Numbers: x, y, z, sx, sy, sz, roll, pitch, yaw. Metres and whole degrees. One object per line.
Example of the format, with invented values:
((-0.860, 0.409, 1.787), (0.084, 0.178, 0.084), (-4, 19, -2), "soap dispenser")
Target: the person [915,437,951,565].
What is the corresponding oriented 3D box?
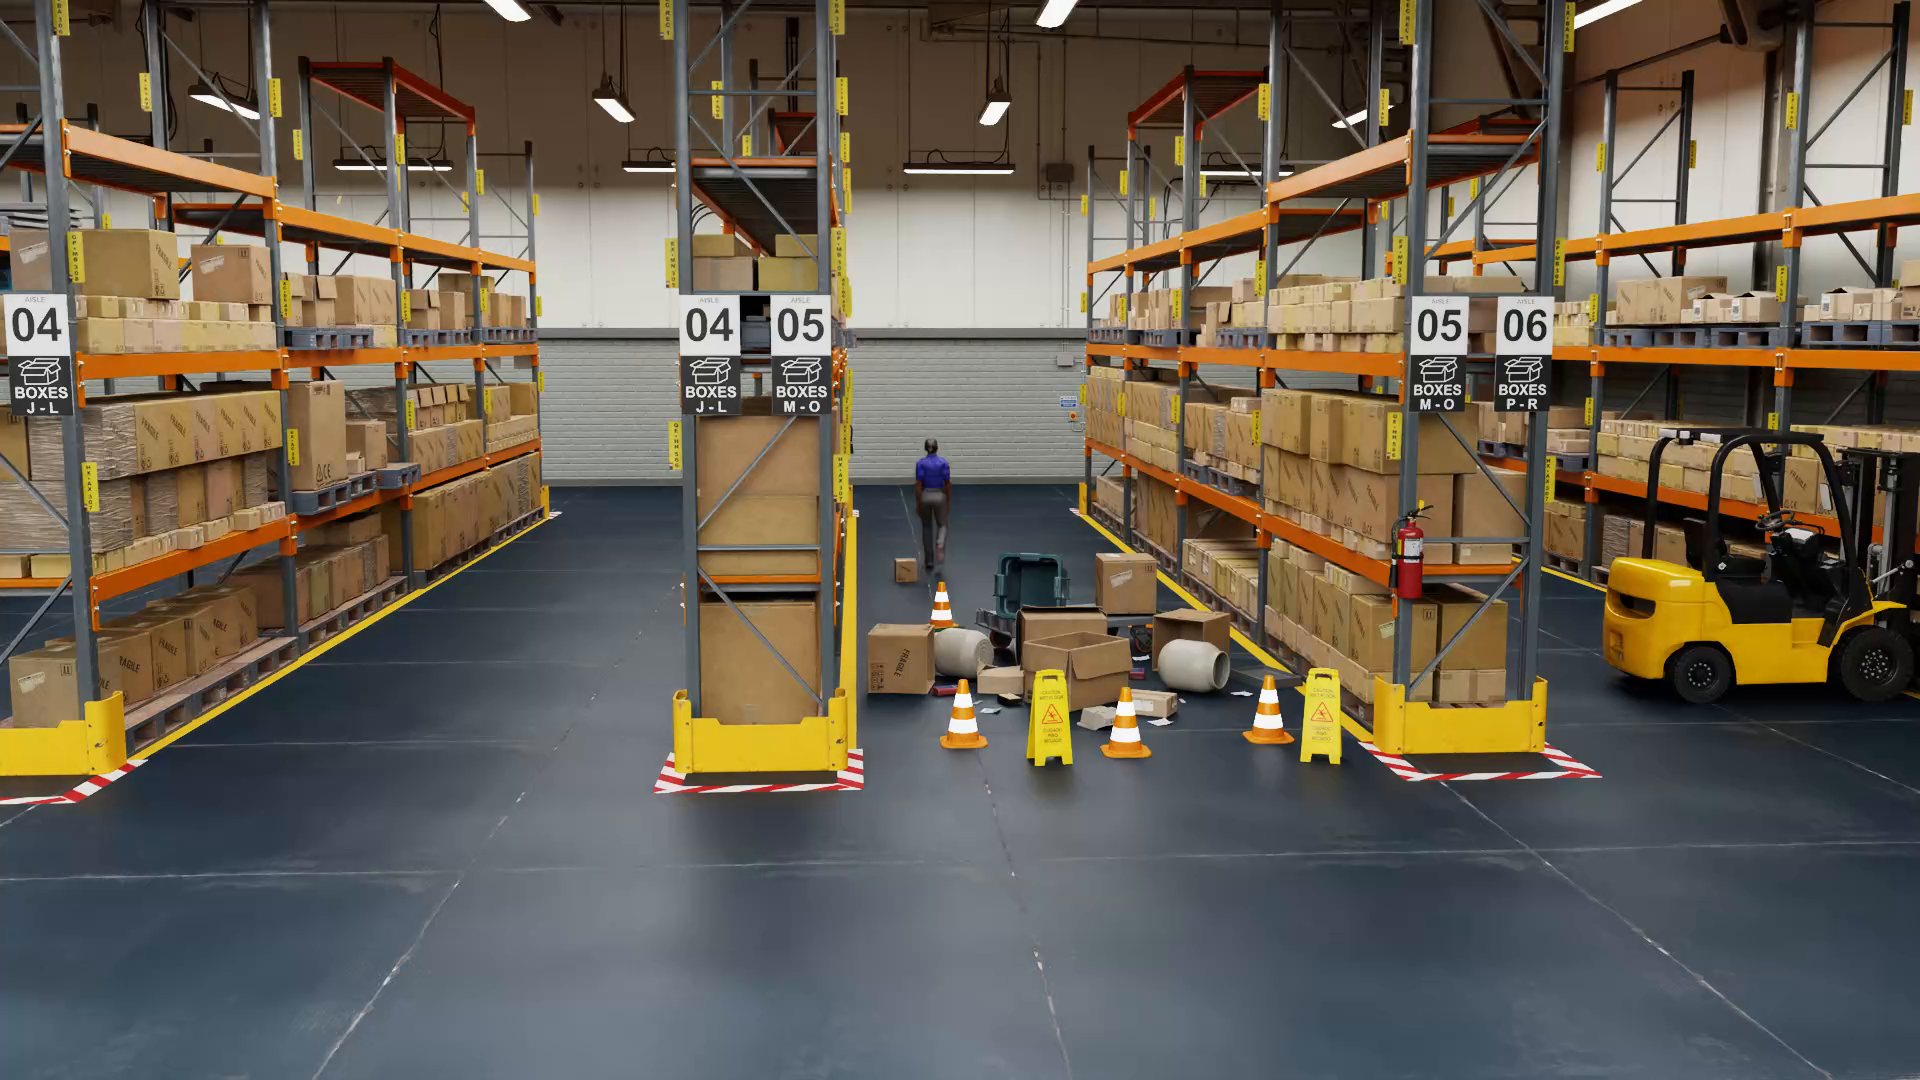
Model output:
((-0.340, -0.481, 21.073), (0.448, 1.638, 0.631), (0, 7, -2), "person")
